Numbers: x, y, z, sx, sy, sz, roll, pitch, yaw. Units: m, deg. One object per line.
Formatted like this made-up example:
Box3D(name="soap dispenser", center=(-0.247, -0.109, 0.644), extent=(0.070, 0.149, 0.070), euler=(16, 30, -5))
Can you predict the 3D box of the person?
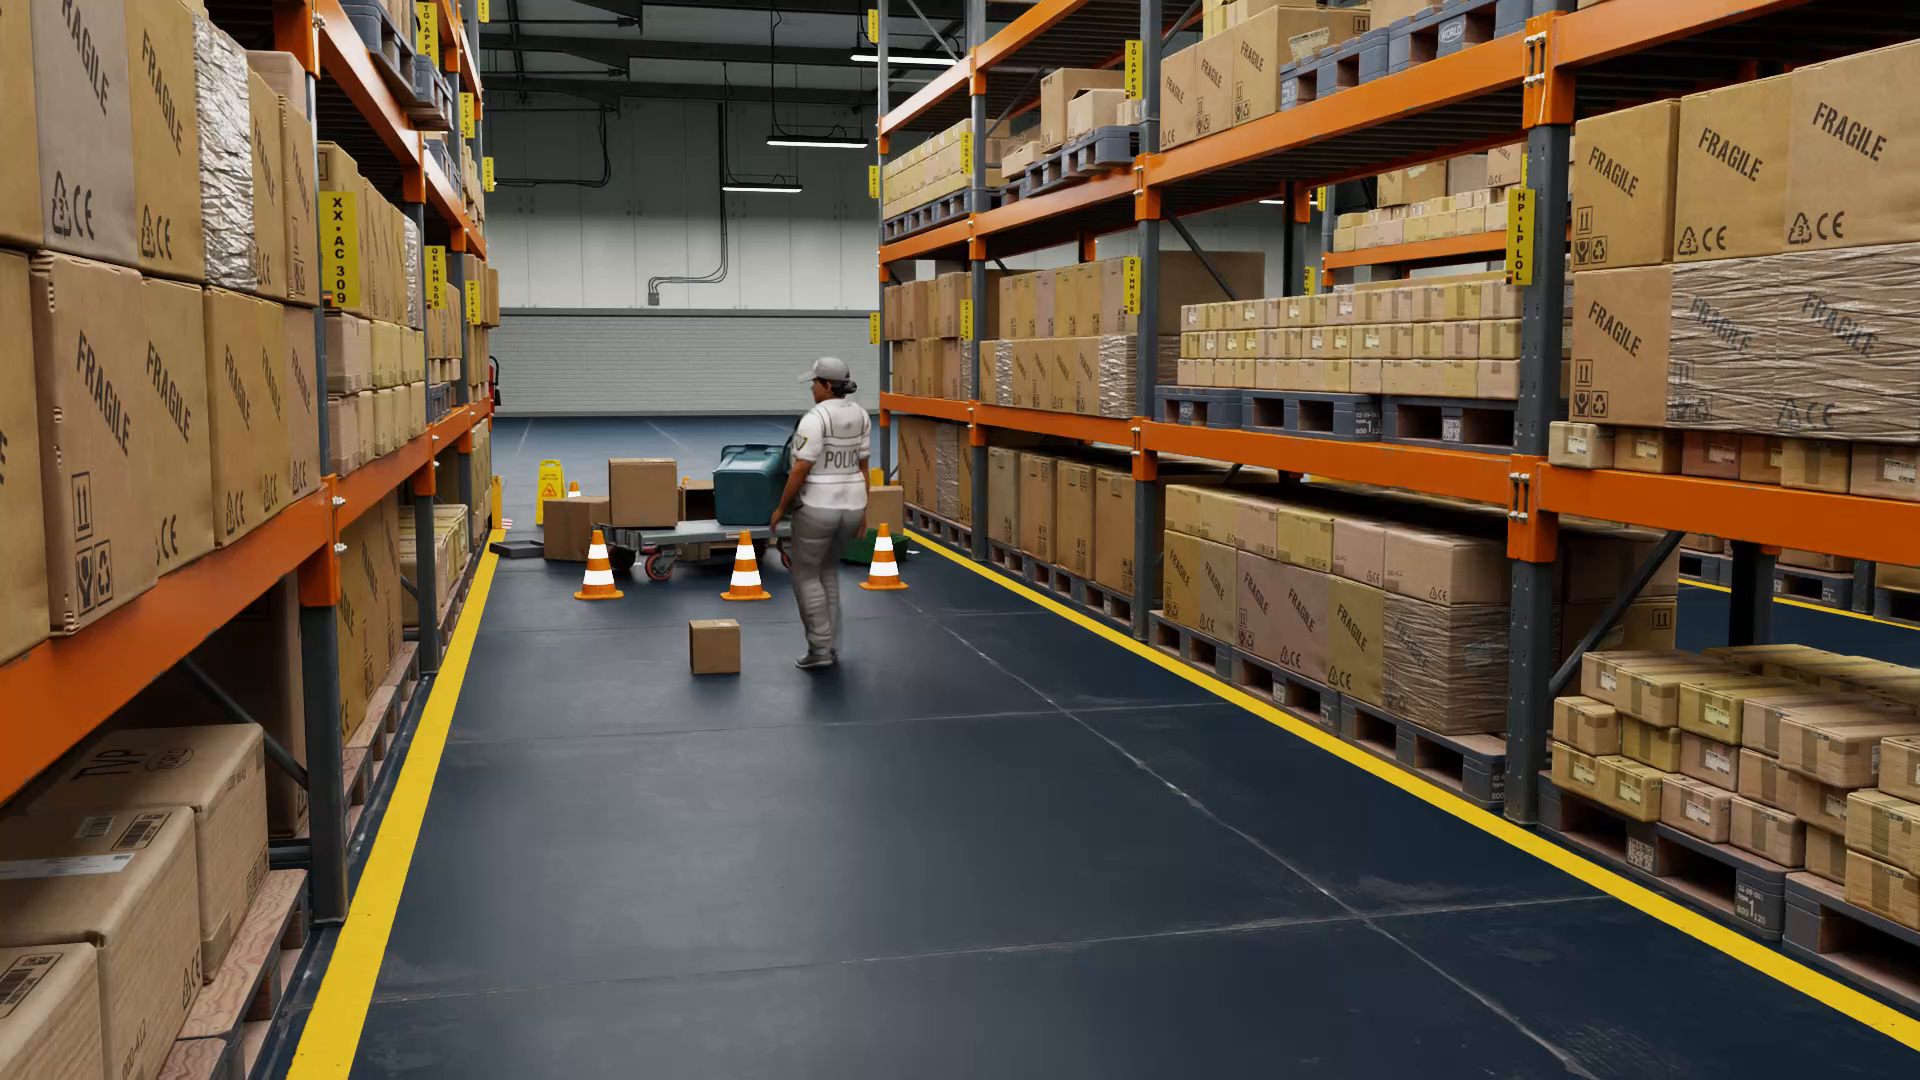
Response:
Box3D(name="person", center=(0.850, -4.718, 31.099), extent=(26.789, 6.047, 37.408), euler=(5, 8, 39))
